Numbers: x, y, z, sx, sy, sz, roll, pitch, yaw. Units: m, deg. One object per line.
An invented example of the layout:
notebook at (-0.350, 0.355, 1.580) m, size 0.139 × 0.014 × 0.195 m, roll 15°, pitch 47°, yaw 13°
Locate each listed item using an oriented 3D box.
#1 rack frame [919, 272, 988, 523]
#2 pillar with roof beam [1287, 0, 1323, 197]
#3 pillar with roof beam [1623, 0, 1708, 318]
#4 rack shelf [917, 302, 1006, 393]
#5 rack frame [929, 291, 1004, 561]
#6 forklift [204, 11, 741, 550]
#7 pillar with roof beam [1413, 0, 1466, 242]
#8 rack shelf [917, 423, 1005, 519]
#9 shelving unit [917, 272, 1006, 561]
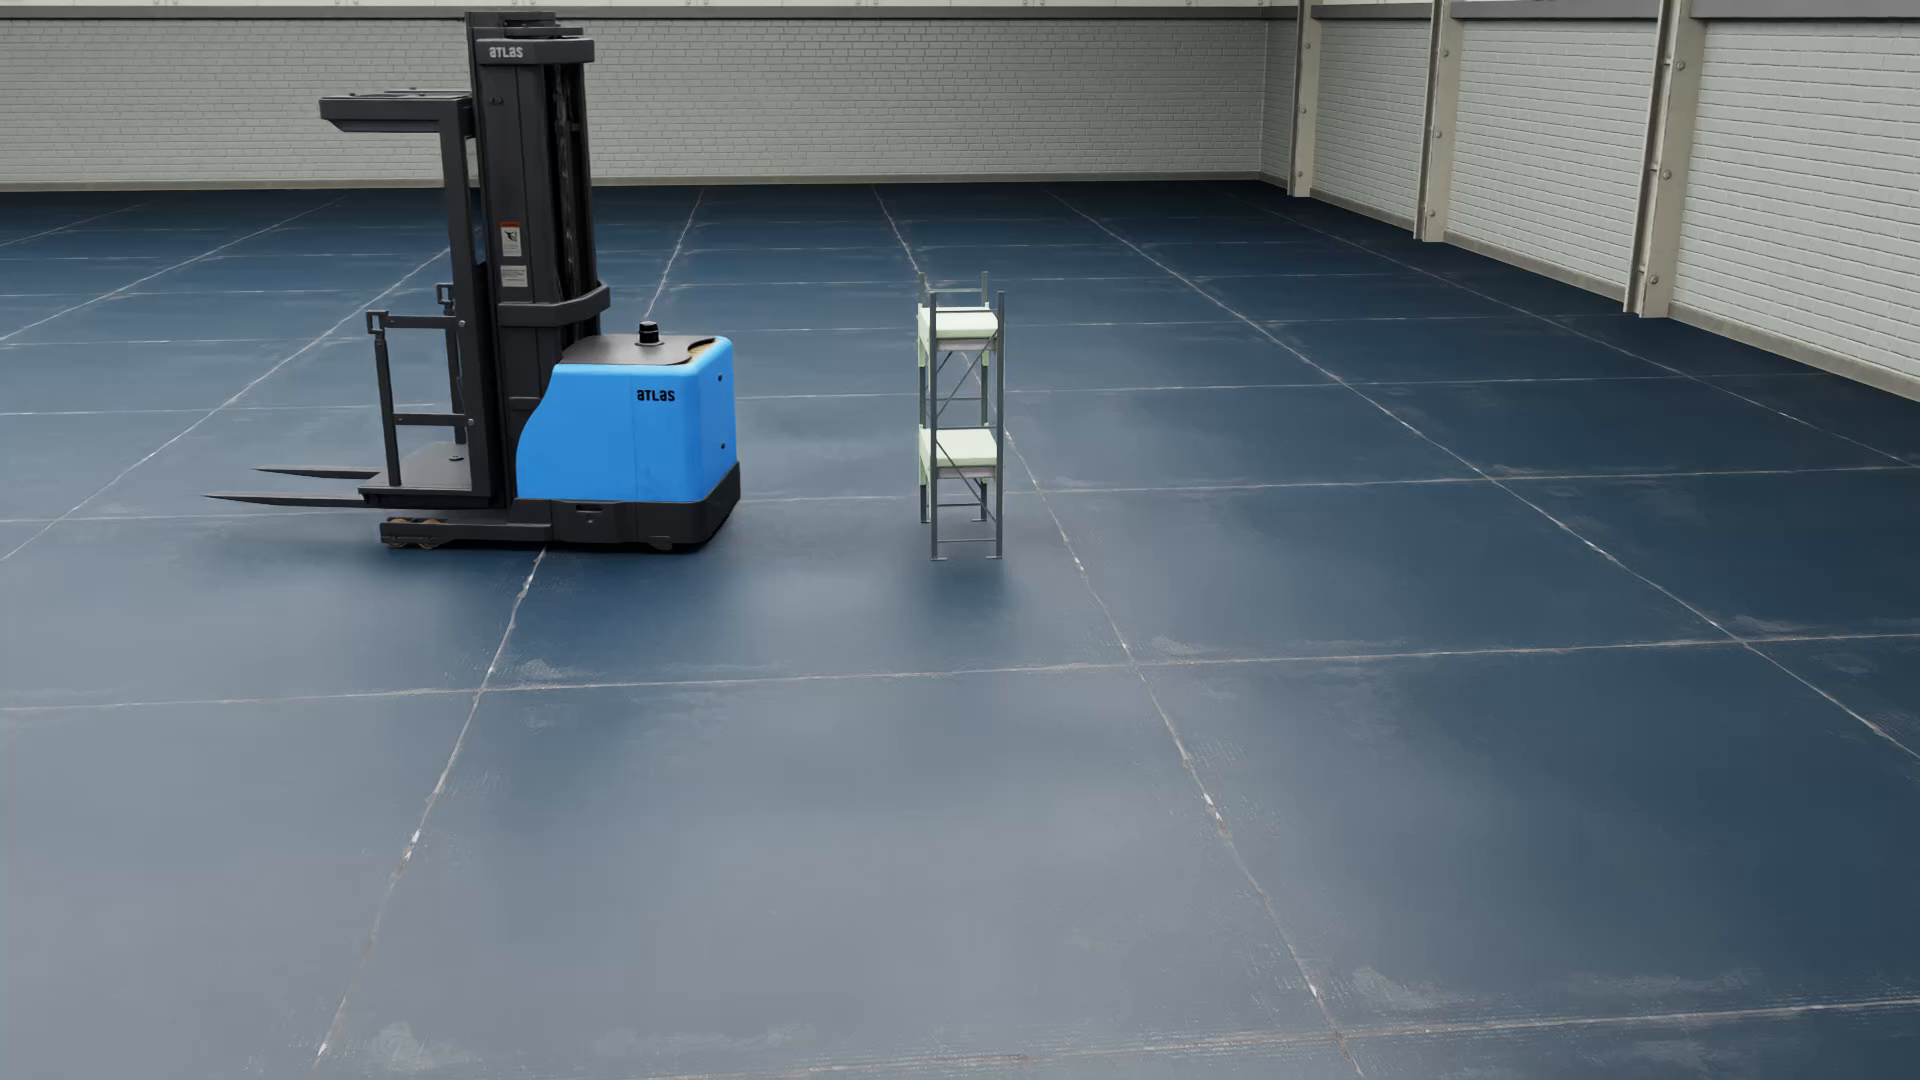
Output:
rack frame at (-0.038, -0.827, 9.806) m, size 0.400 × 1.500 × 0.023 m, roll -2°, pitch 18°, yaw -6°
pillar with roof beam at (1.520, -10.052, 26.671) m, size 9.100 × 9.000 × 0.400 m, roll -2°, pitch 18°, yaw -6°
pillar with roof beam at (2.758, -6.476, 15.283) m, size 9.100 × 9.000 × 0.400 m, roll -2°, pitch 18°, yaw -6°
rack shelf at (-0.001, -1.090, 9.342) m, size 0.431 × 0.370 × 0.720 m, roll -2°, pitch 18°, yaw -6°
rack frame at (0.037, -0.609, 9.111) m, size 0.400 × 1.500 × 0.023 m, roll -2°, pitch 18°, yaw -6°
forklift at (-2.901, -1.504, 9.573) m, size 3.031 × 2.935 × 1.130 m, roll 2°, pitch 17°, yaw 5°
pillar with roof beam at (2.139, -8.264, 20.977) m, size 9.100 × 9.000 × 0.400 m, roll -2°, pitch 18°, yaw -6°
rack shelf at (-0.001, -0.407, 9.556) m, size 0.431 × 0.370 × 0.720 m, roll -2°, pitch 18°, yaw -6°
shelving unit at (-0.001, -0.718, 9.459) m, size 0.431 × 1.500 × 0.755 m, roll -2°, pitch 18°, yaw -6°
